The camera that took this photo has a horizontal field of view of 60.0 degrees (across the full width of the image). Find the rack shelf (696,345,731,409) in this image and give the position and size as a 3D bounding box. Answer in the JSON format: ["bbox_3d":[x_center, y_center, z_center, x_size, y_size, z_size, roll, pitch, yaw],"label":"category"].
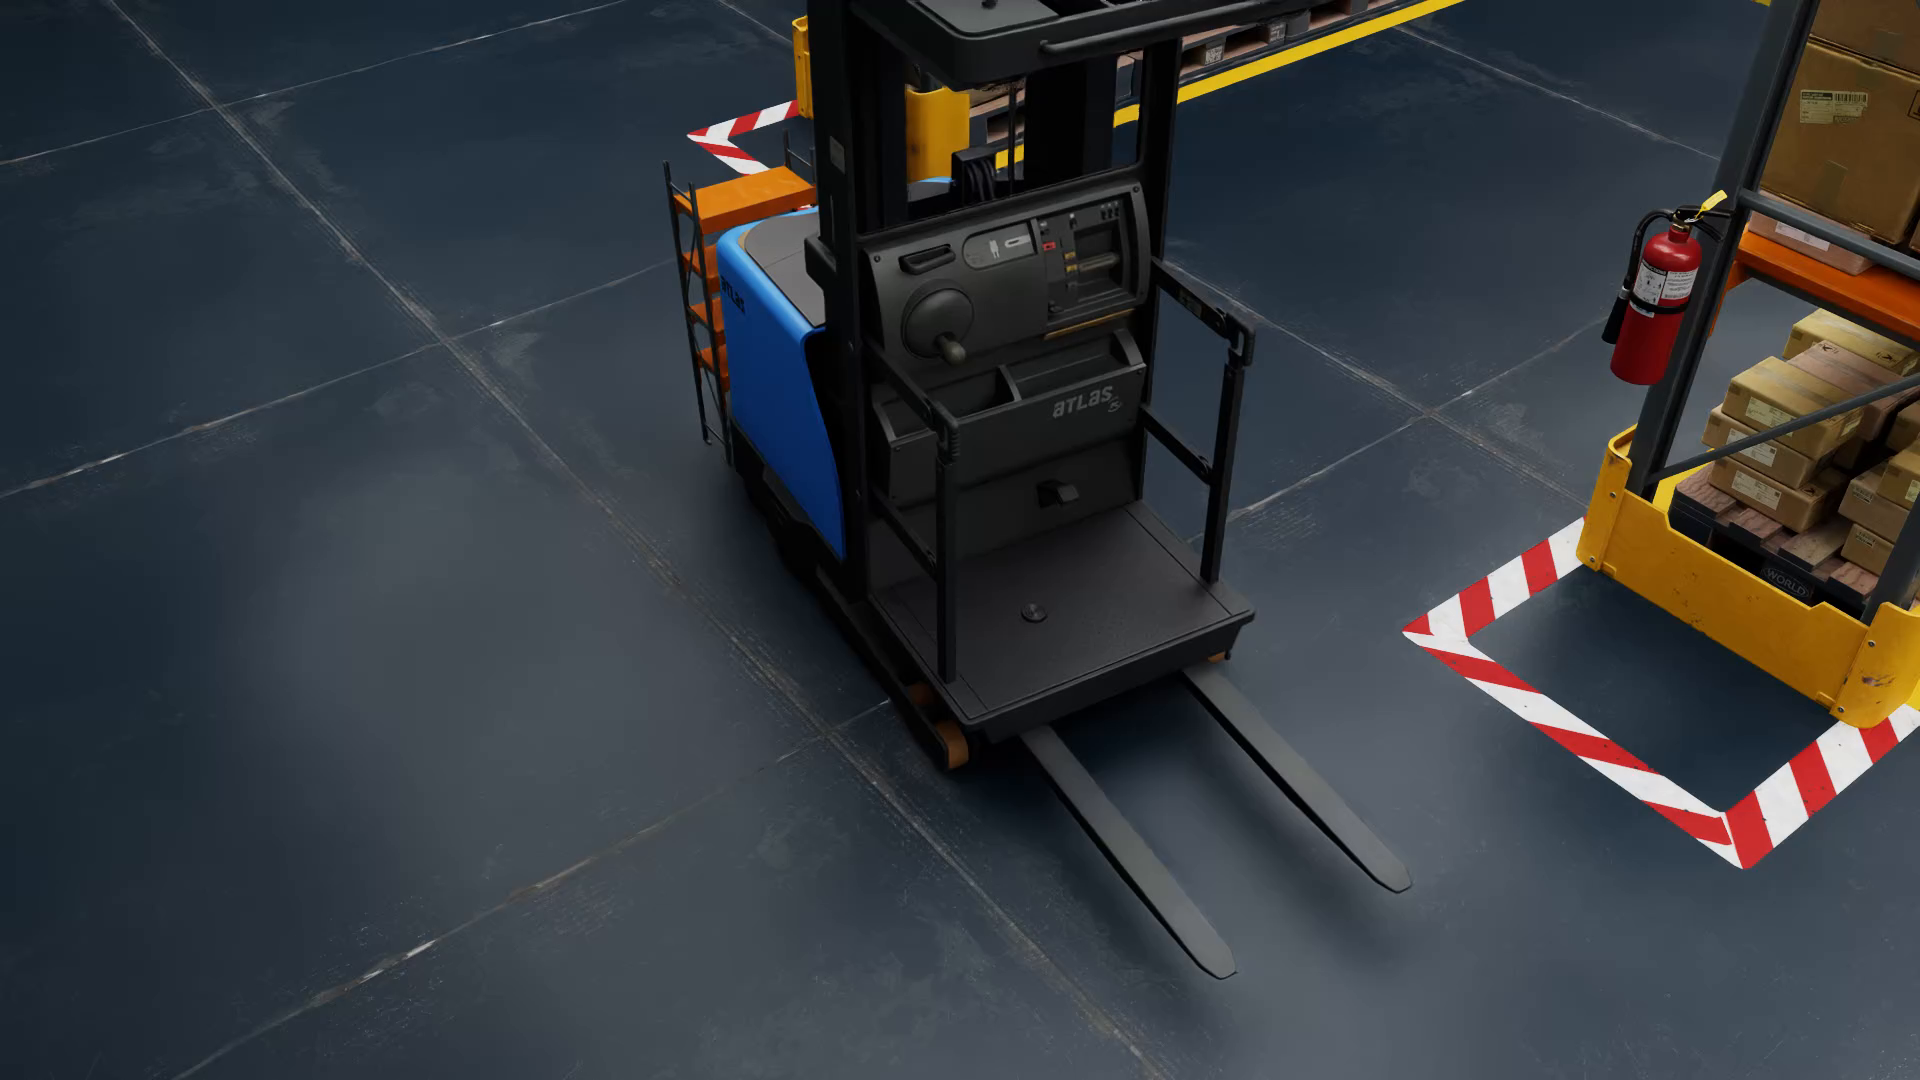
[{"bbox_3d":[-0.776,-0.706,6.572,0.480,0.148,0.258,-22,41,-25],"label":"rack shelf"}]

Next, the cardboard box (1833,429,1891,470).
[{"bbox_3d":[3.179,-0.446,6.111,0.250,0.149,0.380,-27,47,-29],"label":"cardboard box"}]

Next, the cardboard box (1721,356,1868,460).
[{"bbox_3d":[2.960,-0.472,5.908,0.250,0.149,0.380,-25,46,-28],"label":"cardboard box"}]

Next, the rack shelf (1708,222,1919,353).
[{"bbox_3d":[4.280,-1.345,6.091,4.000,0.370,1.077,-26,46,-28],"label":"rack shelf"}]

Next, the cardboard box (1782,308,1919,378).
[{"bbox_3d":[3.322,-0.704,6.191,0.250,0.149,0.380,-27,46,-29],"label":"cardboard box"}]

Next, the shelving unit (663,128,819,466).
[{"bbox_3d":[-0.785,-0.920,6.414,0.503,1.200,0.258,-22,41,-25],"label":"shelving unit"}]

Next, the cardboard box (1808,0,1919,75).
[{"bbox_3d":[2.906,-1.692,4.846,0.500,0.500,0.500,-27,46,-29],"label":"cardboard box"}]

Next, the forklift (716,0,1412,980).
[{"bbox_3d":[0.265,-0.725,4.823,1.130,2.935,3.031,-19,43,-22],"label":"forklift"}]

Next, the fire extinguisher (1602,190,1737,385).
[{"bbox_3d":[2.213,-0.810,5.228,0.183,0.674,0.296,-26,46,-28],"label":"fire extinguisher"}]

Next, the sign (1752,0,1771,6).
[{"bbox_3d":[2.372,-1.706,4.803,0.005,0.325,0.100,-26,46,-28],"label":"sign"}]

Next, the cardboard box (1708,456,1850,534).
[{"bbox_3d":[2.985,-0.218,6.068,0.250,0.149,0.380,-25,46,-27],"label":"cardboard box"}]

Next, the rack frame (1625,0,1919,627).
[{"bbox_3d":[2.694,-0.850,4.921,0.127,3.000,1.000,-26,46,-28],"label":"rack frame"}]

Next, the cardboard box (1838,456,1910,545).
[{"bbox_3d":[3.266,-0.098,5.687,0.250,0.149,0.380,-24,45,-26],"label":"cardboard box"}]

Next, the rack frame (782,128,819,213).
[{"bbox_3d":[-0.579,-1.003,6.515,0.015,1.200,0.240,-22,41,-25],"label":"rack frame"}]

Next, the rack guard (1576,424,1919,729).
[{"bbox_3d":[2.755,0.087,5.749,0.348,0.500,1.175,-26,46,-28],"label":"rack guard"}]

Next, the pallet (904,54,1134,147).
[{"bbox_3d":[0.184,-2.570,9.217,1.213,0.211,1.003,-26,46,-28],"label":"pallet"}]

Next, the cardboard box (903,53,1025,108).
[{"bbox_3d":[0.060,-2.777,8.959,0.875,0.438,0.875,-28,47,-29],"label":"cardboard box"}]

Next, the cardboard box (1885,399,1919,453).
[{"bbox_3d":[3.462,-0.339,5.745,0.250,0.149,0.380,-25,46,-27],"label":"cardboard box"}]

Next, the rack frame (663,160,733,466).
[{"bbox_3d":[-0.990,-0.837,6.312,0.015,1.200,0.240,-22,41,-25],"label":"rack frame"}]

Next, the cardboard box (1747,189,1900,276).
[{"bbox_3d":[2.781,-1.021,5.327,0.250,0.149,0.380,-26,46,-28],"label":"cardboard box"}]

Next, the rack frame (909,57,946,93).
[{"bbox_3d":[-0.402,-3.300,7.908,0.127,3.000,1.000,-26,46,-28],"label":"rack frame"}]

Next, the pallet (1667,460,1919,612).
[{"bbox_3d":[3.420,-0.097,6.202,1.213,0.211,1.003,-26,46,-28],"label":"pallet"}]

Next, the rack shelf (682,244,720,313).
[{"bbox_3d":[-0.789,-1.046,6.321,0.480,0.148,0.258,-22,41,-25],"label":"rack shelf"}]

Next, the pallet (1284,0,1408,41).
[{"bbox_3d":[2.119,-3.513,10.366,1.213,0.211,1.003,-26,46,-28],"label":"pallet"}]

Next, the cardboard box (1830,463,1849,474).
[{"bbox_3d":[3.127,-0.369,6.251,0.250,0.149,0.380,-25,45,-27],"label":"cardboard box"}]

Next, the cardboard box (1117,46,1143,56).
[{"bbox_3d":[0.781,-3.135,9.396,0.875,0.438,0.875,-25,45,-27],"label":"cardboard box"}]

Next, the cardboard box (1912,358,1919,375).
[{"bbox_3d":[3.566,-0.772,6.274,0.250,0.149,0.380,-28,47,-30],"label":"cardboard box"}]

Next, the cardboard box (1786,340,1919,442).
[{"bbox_3d":[3.194,-0.540,5.991,0.250,0.149,0.380,-25,46,-27],"label":"cardboard box"}]

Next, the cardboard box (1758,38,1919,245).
[{"bbox_3d":[2.894,-1.306,5.164,0.500,0.500,0.500,-25,46,-27],"label":"cardboard box"}]

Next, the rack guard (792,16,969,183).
[{"bbox_3d":[-0.421,-2.324,8.689,0.348,0.500,1.175,-26,46,-28],"label":"rack guard"}]

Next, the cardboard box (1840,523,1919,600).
[{"bbox_3d":[3.305,0.049,5.742,0.250,0.149,0.380,-25,46,-27],"label":"cardboard box"}]

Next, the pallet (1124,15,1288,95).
[{"bbox_3d":[1.151,-3.039,9.788,1.213,0.211,1.003,-26,46,-28],"label":"pallet"}]

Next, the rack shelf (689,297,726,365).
[{"bbox_3d":[-0.782,-0.866,6.454,0.480,0.148,0.258,-22,41,-25],"label":"rack shelf"}]

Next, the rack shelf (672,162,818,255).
[{"bbox_3d":[-0.797,-1.236,6.180,0.480,0.148,0.258,-22,41,-25],"label":"rack shelf"}]

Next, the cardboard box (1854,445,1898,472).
[{"bbox_3d":[3.389,-0.427,6.322,0.250,0.149,0.380,-26,46,-28],"label":"cardboard box"}]

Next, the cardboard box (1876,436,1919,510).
[{"bbox_3d":[3.317,-0.172,5.542,0.250,0.149,0.380,-28,47,-30],"label":"cardboard box"}]

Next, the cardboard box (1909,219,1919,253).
[{"bbox_3d":[3.219,-1.038,4.837,0.500,0.500,0.500,-24,45,-26],"label":"cardboard box"}]

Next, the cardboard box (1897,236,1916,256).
[{"bbox_3d":[3.001,-1.098,5.421,0.250,0.149,0.380,-26,46,-28],"label":"cardboard box"}]

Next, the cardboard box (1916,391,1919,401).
[{"bbox_3d":[3.626,-0.626,6.330,0.250,0.149,0.380,-27,46,-29],"label":"cardboard box"}]

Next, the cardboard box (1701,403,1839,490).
[{"bbox_3d":[2.939,-0.372,6.021,0.250,0.149,0.380,-27,47,-29],"label":"cardboard box"}]
